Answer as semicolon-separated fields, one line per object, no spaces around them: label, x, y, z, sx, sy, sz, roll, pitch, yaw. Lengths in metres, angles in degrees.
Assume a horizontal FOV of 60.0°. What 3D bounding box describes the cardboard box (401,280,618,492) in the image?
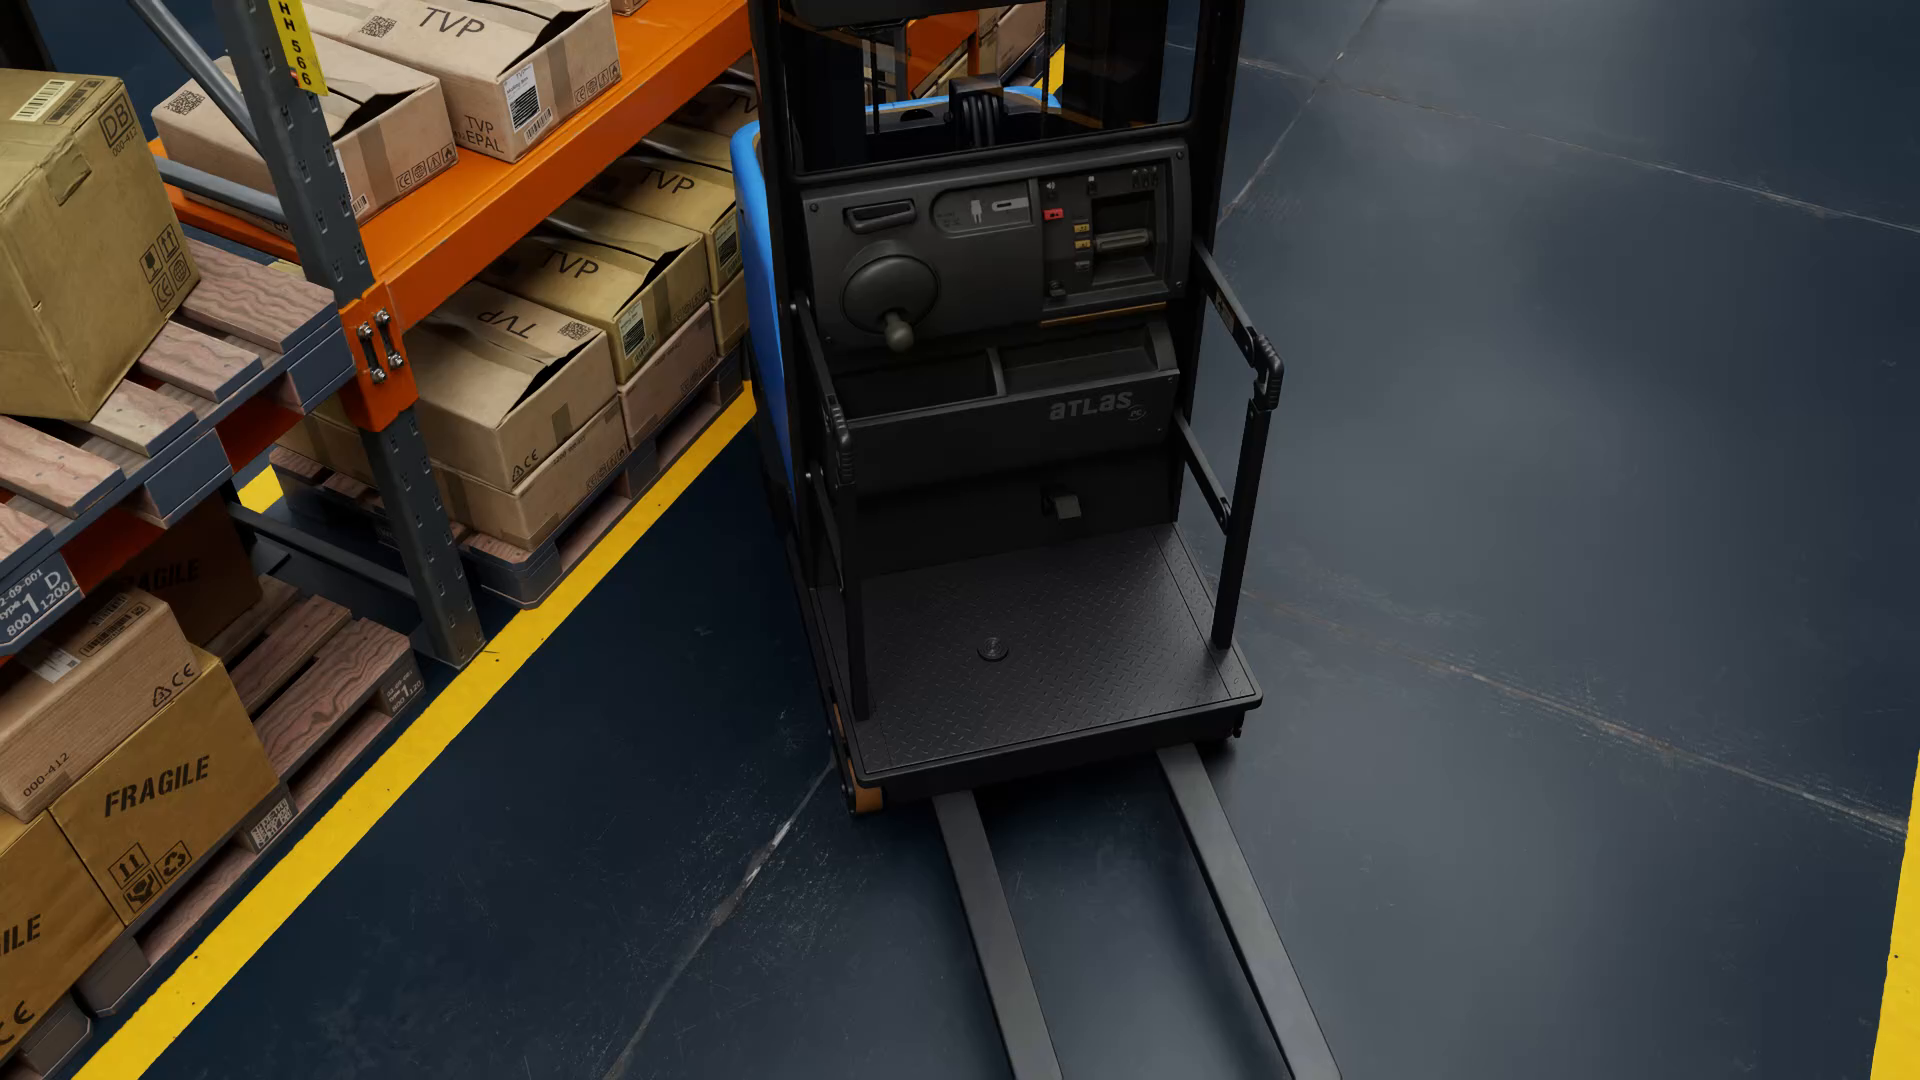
cardboard box;-1.372;-0.481;4.861;0.500;0.311;0.500;22;49;20

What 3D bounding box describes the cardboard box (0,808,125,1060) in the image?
cardboard box;-2.342;0.846;3.753;0.500;0.500;0.500;19;48;18

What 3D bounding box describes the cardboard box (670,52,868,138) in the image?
cardboard box;-0.658;-1.460;5.827;0.500;0.311;0.500;20;49;19

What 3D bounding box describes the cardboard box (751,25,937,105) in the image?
cardboard box;-0.422;-1.775;6.139;0.500;0.311;0.500;20;49;19

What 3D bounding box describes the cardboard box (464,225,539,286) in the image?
cardboard box;-1.614;-0.989;5.363;0.500;0.311;0.500;20;49;18

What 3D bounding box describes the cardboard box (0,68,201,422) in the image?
cardboard box;-2.067;-0.619;3.387;0.700;0.500;0.500;6;46;6

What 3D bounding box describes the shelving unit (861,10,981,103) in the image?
shelving unit;-0.231;-1.597;5.346;0.431;2.100;0.503;20;48;19

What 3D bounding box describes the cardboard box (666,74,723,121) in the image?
cardboard box;-1.143;-1.621;5.987;0.500;0.311;0.500;22;49;20

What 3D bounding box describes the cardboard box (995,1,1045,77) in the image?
cardboard box;0.046;-2.214;6.967;0.500;0.250;0.500;20;49;19

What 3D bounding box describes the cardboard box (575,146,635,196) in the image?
cardboard box;-1.378;-1.306;5.676;0.500;0.311;0.500;20;49;19

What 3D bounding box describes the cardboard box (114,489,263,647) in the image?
cardboard box;-2.339;0.046;4.544;0.500;0.500;0.500;22;49;21

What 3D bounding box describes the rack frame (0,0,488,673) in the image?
rack frame;-1.875;-0.870;4.001;1.000;3.000;0.127;20;49;19

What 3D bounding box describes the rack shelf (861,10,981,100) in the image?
rack shelf;-0.231;-1.588;5.355;0.431;0.518;0.480;20;48;19

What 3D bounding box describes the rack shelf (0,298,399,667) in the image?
rack shelf;-2.803;0.643;3.012;1.077;0.370;4.000;20;49;19

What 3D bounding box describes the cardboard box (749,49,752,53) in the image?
cardboard box;-0.907;-1.950;6.312;0.500;0.311;0.500;19;48;18

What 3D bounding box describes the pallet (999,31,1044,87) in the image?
pallet;-0.325;-1.933;7.012;1.003;0.211;1.213;20;49;19

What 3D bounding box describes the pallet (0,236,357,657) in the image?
pallet;-2.127;-0.353;3.624;1.213;0.211;1.003;20;49;19

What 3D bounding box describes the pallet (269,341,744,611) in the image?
pallet;-1.458;-0.396;5.493;1.003;0.211;1.213;20;49;19

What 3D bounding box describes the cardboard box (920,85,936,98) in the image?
cardboard box;-0.427;-1.574;6.334;0.500;0.250;0.500;21;49;20

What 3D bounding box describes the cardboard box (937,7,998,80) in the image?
cardboard box;-0.188;-2.089;6.449;0.500;0.311;0.500;22;49;20

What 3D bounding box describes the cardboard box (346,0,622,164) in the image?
cardboard box;-1.288;-1.338;4.527;0.500;0.311;0.500;20;49;19

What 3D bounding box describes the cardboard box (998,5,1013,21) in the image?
cardboard box;0.048;-2.419;6.775;0.500;0.311;0.500;20;49;19

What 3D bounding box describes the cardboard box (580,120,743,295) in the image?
cardboard box;-0.896;-1.136;5.507;0.500;0.311;0.500;19;48;18

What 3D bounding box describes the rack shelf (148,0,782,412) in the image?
rack shelf;-0.946;-1.877;5.502;1.077;0.370;4.000;20;49;19

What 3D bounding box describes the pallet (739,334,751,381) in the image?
pallet;-0.891;-1.162;6.250;1.003;0.211;1.213;20;49;19

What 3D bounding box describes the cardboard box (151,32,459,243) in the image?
cardboard box;-1.667;-1.054;4.245;0.500;0.311;0.500;23;50;21

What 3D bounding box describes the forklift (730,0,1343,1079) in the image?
forklift;0.155;-0.598;3.781;1.130;2.935;3.031;-10;46;-10

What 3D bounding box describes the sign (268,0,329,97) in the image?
sign;-1.390;-1.076;3.446;0.100;0.325;0.005;20;49;19

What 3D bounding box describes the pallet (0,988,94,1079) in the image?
pallet;-2.822;1.333;3.784;1.003;0.211;1.213;20;49;19

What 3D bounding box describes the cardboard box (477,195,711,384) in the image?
cardboard box;-1.135;-0.815;5.190;0.500;0.311;0.500;19;48;18

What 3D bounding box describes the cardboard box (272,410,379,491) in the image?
cardboard box;-1.847;-0.463;5.237;0.500;0.250;0.500;22;49;20

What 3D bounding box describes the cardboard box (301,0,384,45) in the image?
cardboard box;-1.702;-1.440;4.741;0.380;0.149;0.250;20;49;19

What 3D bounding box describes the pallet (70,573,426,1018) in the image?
pallet;-2.255;0.568;4.540;1.003;0.211;1.213;20;49;19

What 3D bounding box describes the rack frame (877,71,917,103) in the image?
rack frame;-0.119;-1.751;5.499;0.400;2.100;0.015;20;48;19

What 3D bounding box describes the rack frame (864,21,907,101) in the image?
rack frame;-0.343;-1.444;5.192;0.400;2.100;0.015;20;48;19

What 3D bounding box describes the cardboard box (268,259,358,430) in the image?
cardboard box;-1.850;-0.660;5.037;0.500;0.311;0.500;22;49;20

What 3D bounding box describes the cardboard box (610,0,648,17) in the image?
cardboard box;-1.110;-1.968;5.016;0.500;0.500;0.500;18;48;17

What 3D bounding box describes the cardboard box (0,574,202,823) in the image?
cardboard box;-2.124;0.294;3.772;0.500;0.250;0.500;22;49;21

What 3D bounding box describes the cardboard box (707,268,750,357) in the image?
cardboard box;-0.903;-0.931;5.699;0.500;0.250;0.500;19;48;18

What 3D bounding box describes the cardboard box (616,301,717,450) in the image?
cardboard box;-1.139;-0.601;5.373;0.500;0.250;0.500;19;48;18

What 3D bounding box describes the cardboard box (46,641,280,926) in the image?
cardboard box;-2.101;0.520;4.075;0.500;0.500;0.500;22;49;21

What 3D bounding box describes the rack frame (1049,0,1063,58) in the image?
rack frame;-0.018;-3.390;6.492;1.000;3.000;0.127;20;49;19

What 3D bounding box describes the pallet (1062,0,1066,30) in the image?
pallet;0.388;-2.897;7.965;1.003;0.211;1.213;20;49;19

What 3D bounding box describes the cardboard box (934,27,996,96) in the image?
cardboard box;-0.190;-1.896;6.653;0.500;0.250;0.500;20;49;18

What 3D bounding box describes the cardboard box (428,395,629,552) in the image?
cardboard box;-1.372;-0.284;5.060;0.500;0.250;0.500;20;49;19
